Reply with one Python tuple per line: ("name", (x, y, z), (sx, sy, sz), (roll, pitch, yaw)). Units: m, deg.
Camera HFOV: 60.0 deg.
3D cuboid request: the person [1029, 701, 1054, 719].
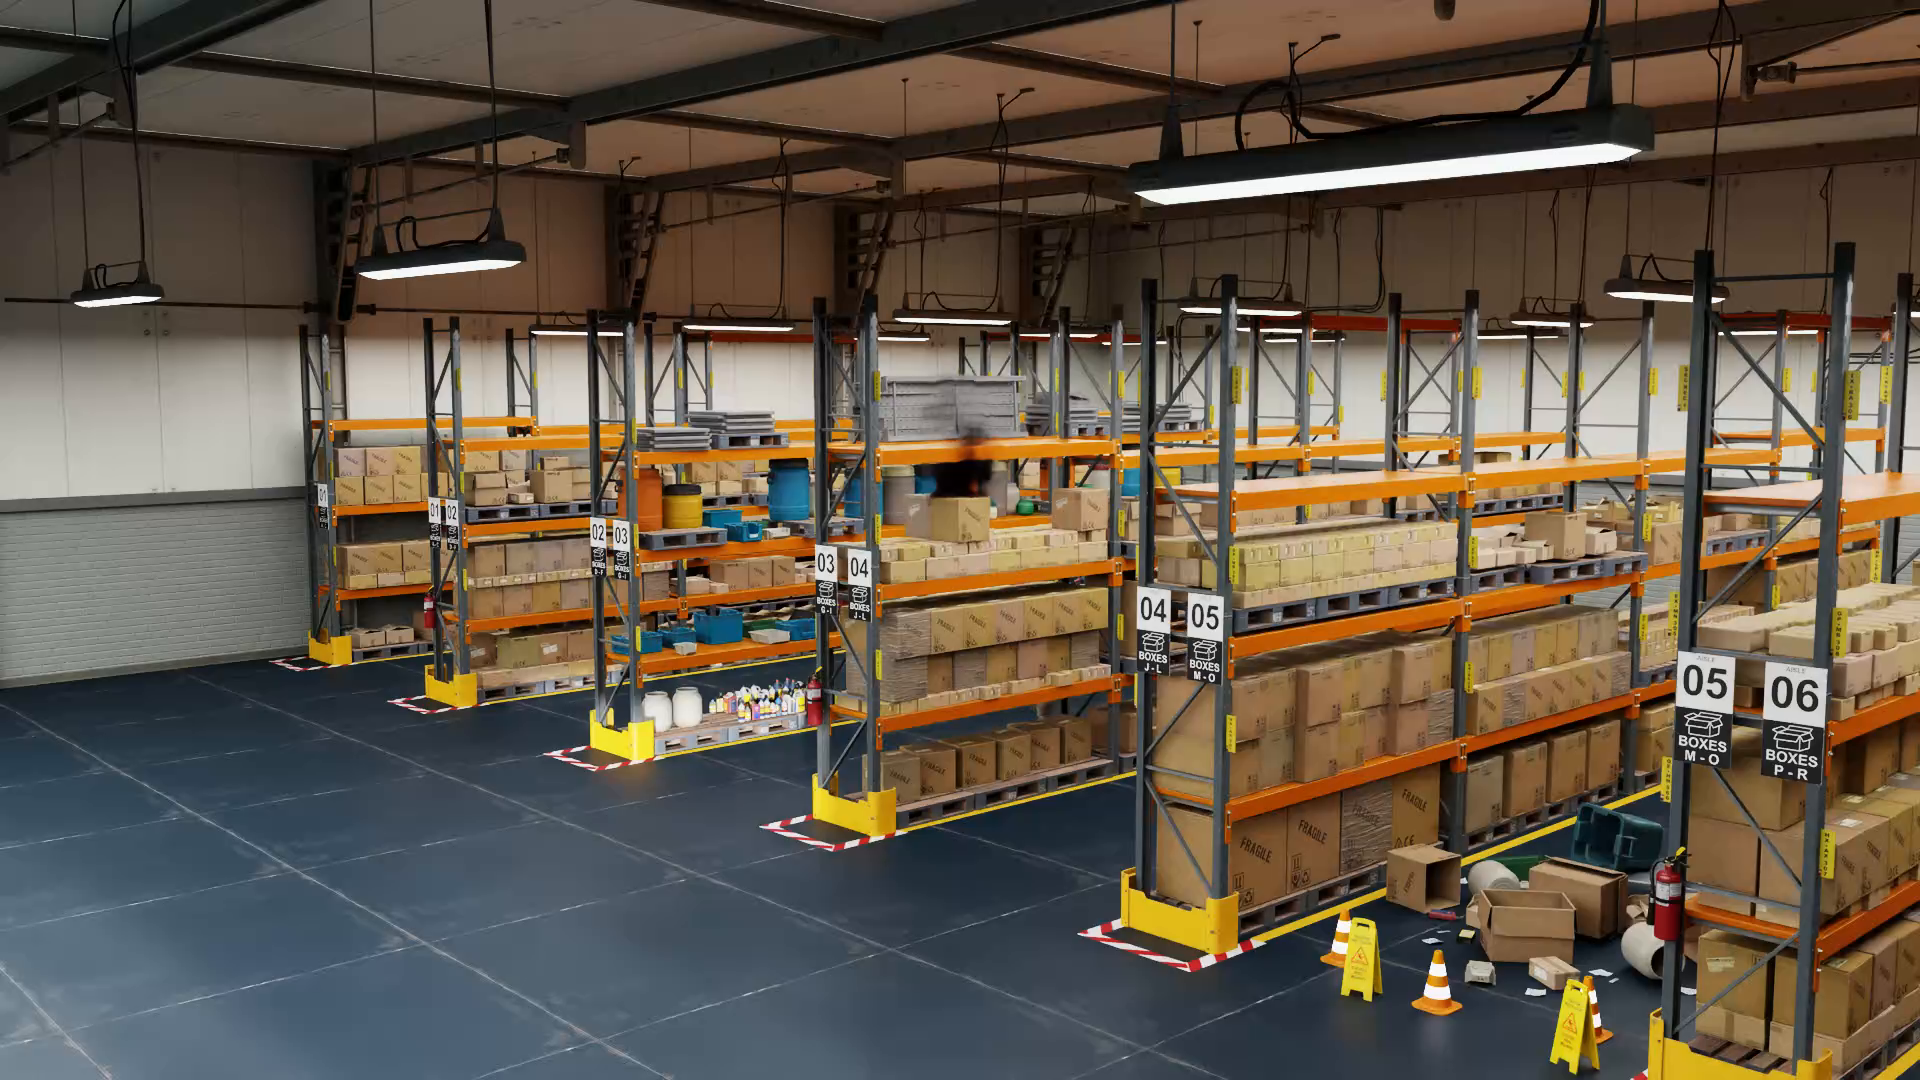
("person", (1.232, 1.936, 23.810), (0.650, 1.680, 0.652), (4, 7, 37))
